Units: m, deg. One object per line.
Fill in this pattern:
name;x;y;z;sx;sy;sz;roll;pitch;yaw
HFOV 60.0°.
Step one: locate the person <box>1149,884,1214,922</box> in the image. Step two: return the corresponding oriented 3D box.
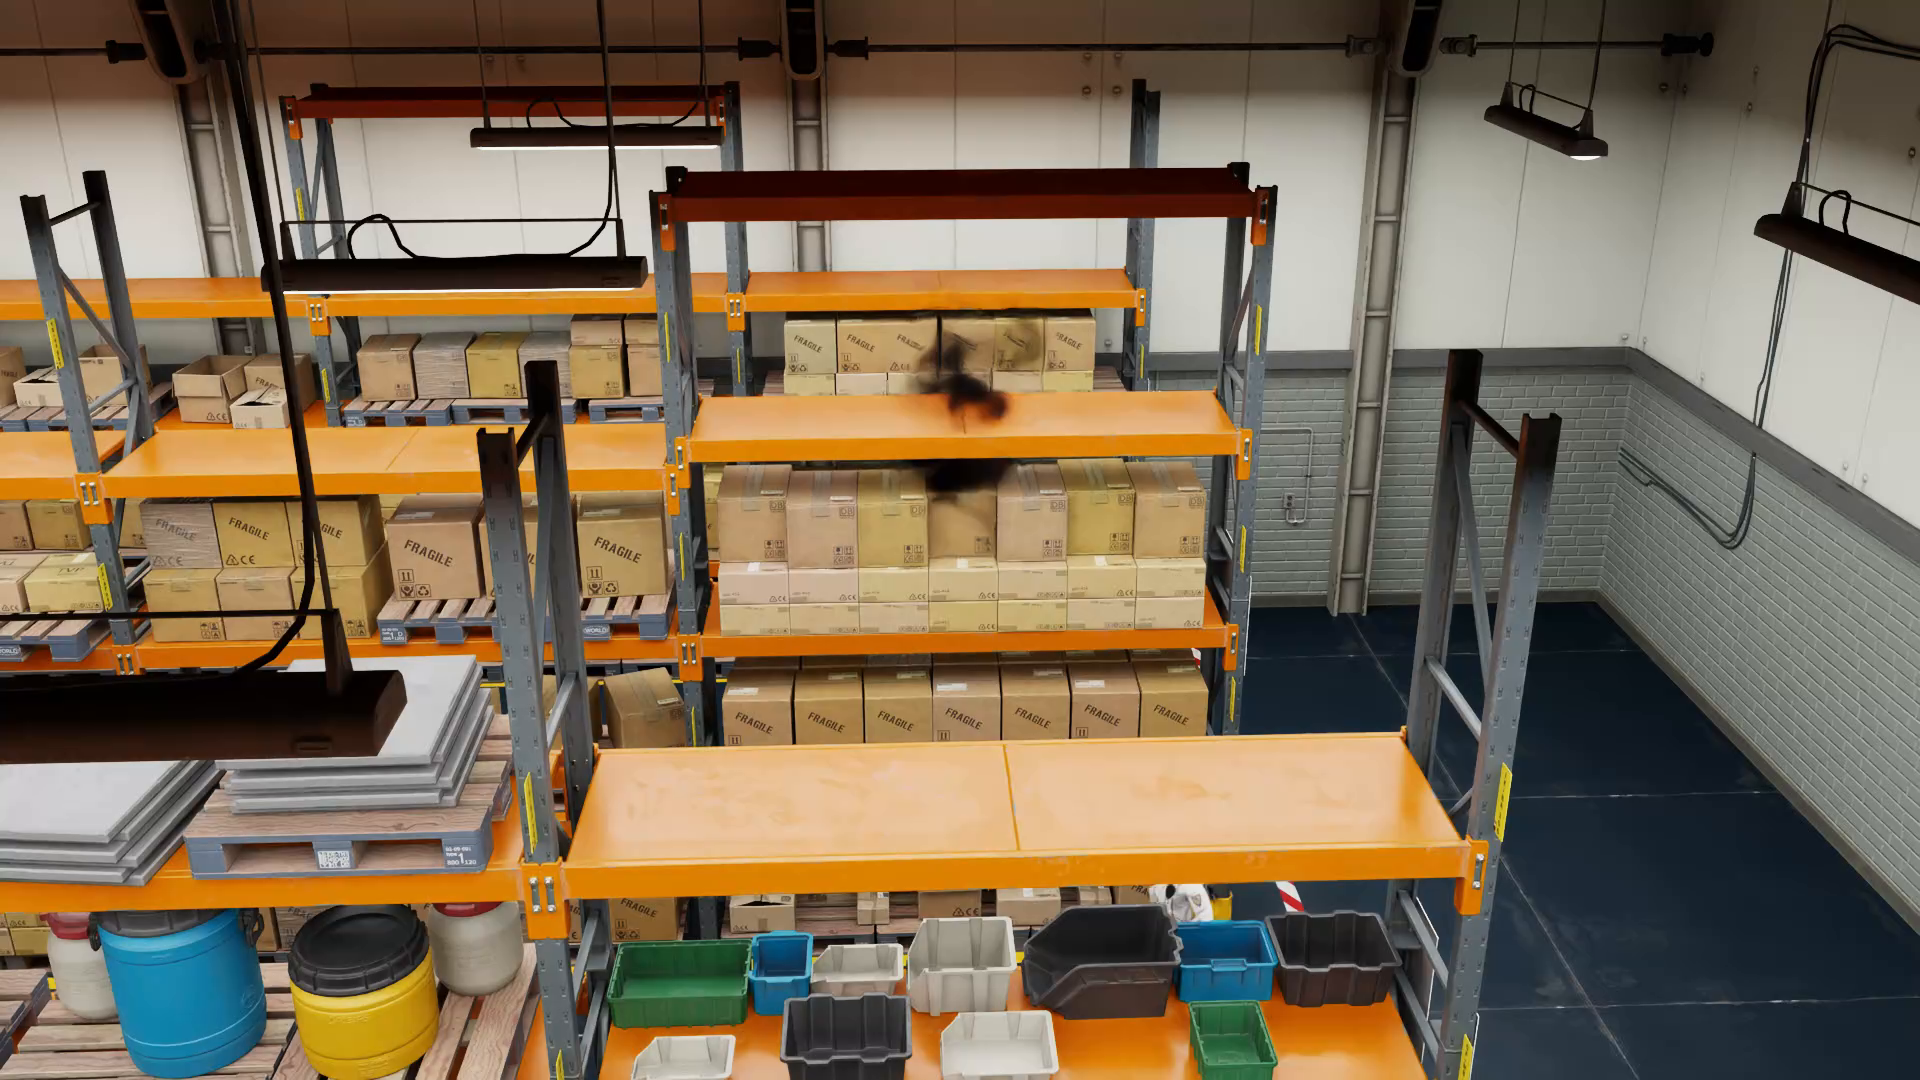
person;1.528;2.746;11.589;0.622;1.648;0.656;-9;24;-21
